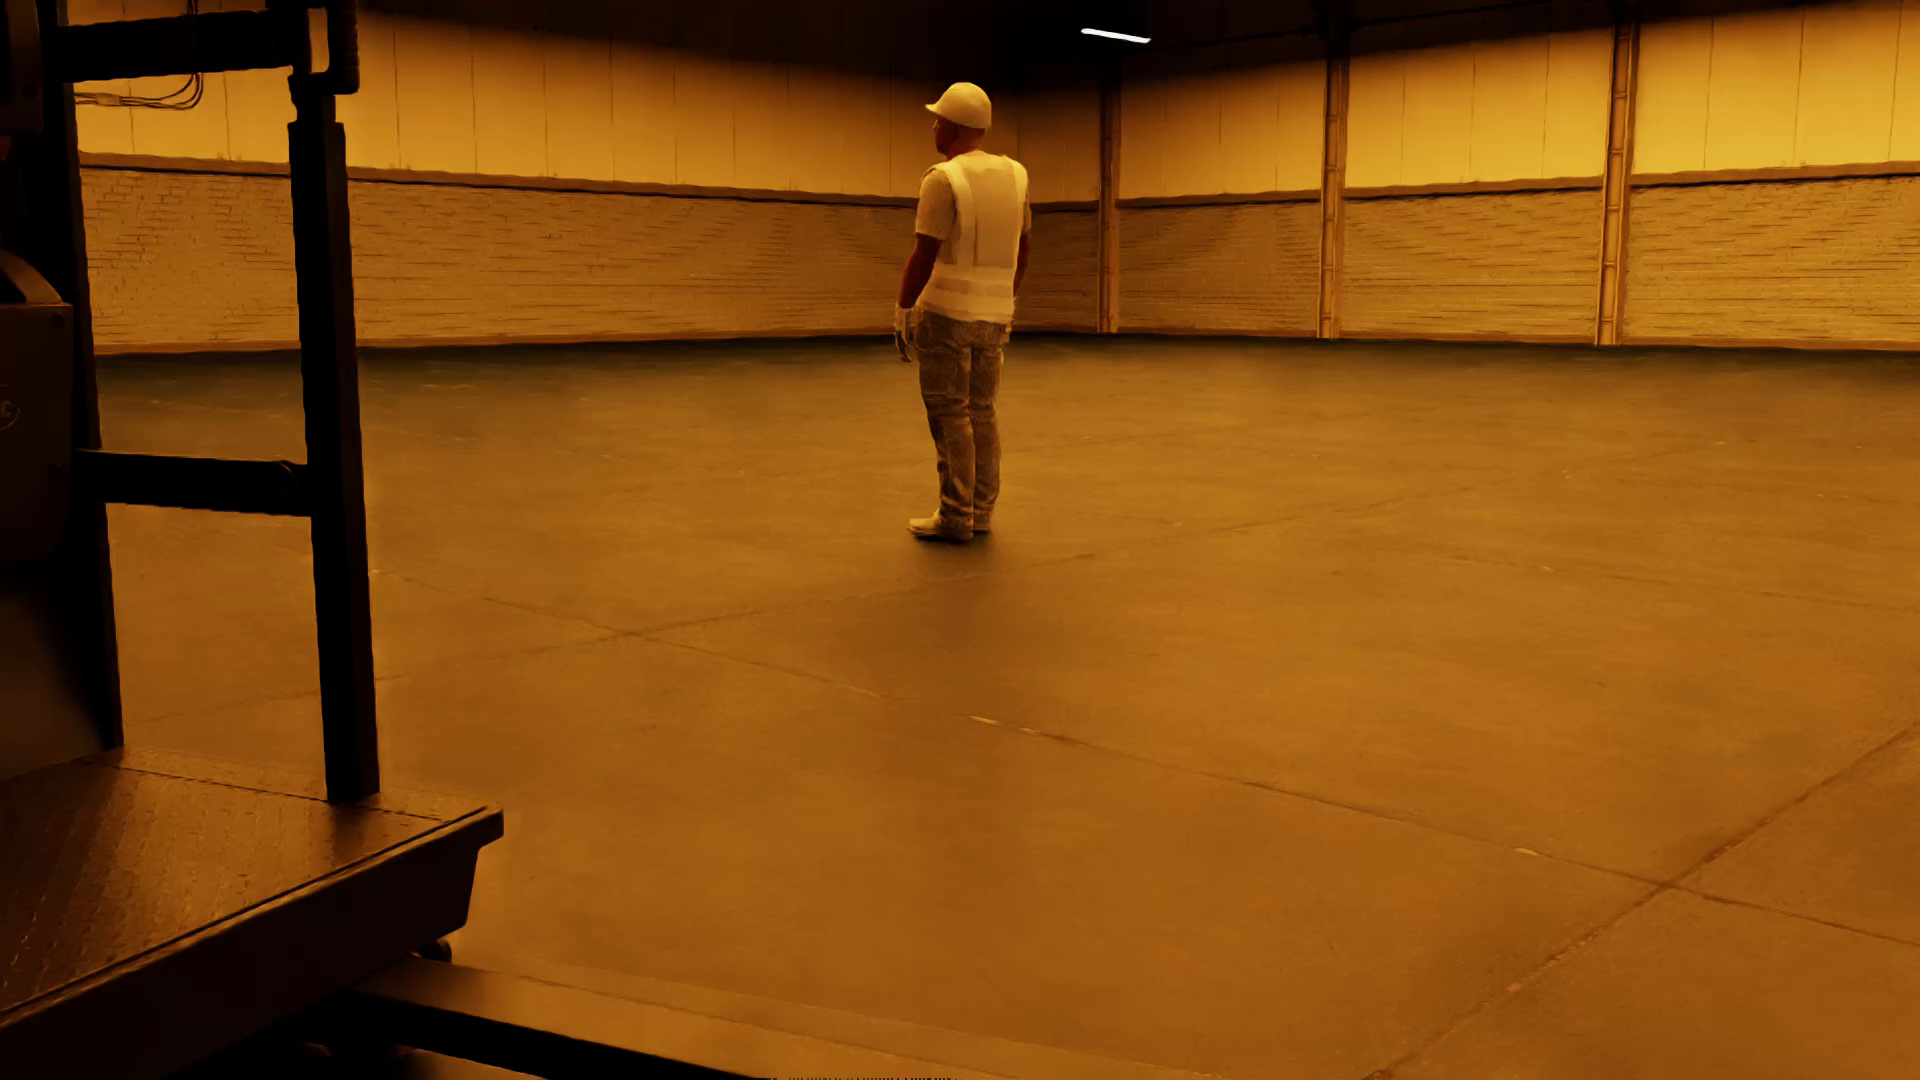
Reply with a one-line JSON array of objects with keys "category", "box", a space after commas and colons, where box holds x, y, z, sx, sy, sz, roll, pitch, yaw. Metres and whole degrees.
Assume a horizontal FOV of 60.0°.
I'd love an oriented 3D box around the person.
[{"category": "person", "box": [-0.046, -0.897, 6.639, 0.576, 1.782, 0.655, 8, 12, 43]}]
